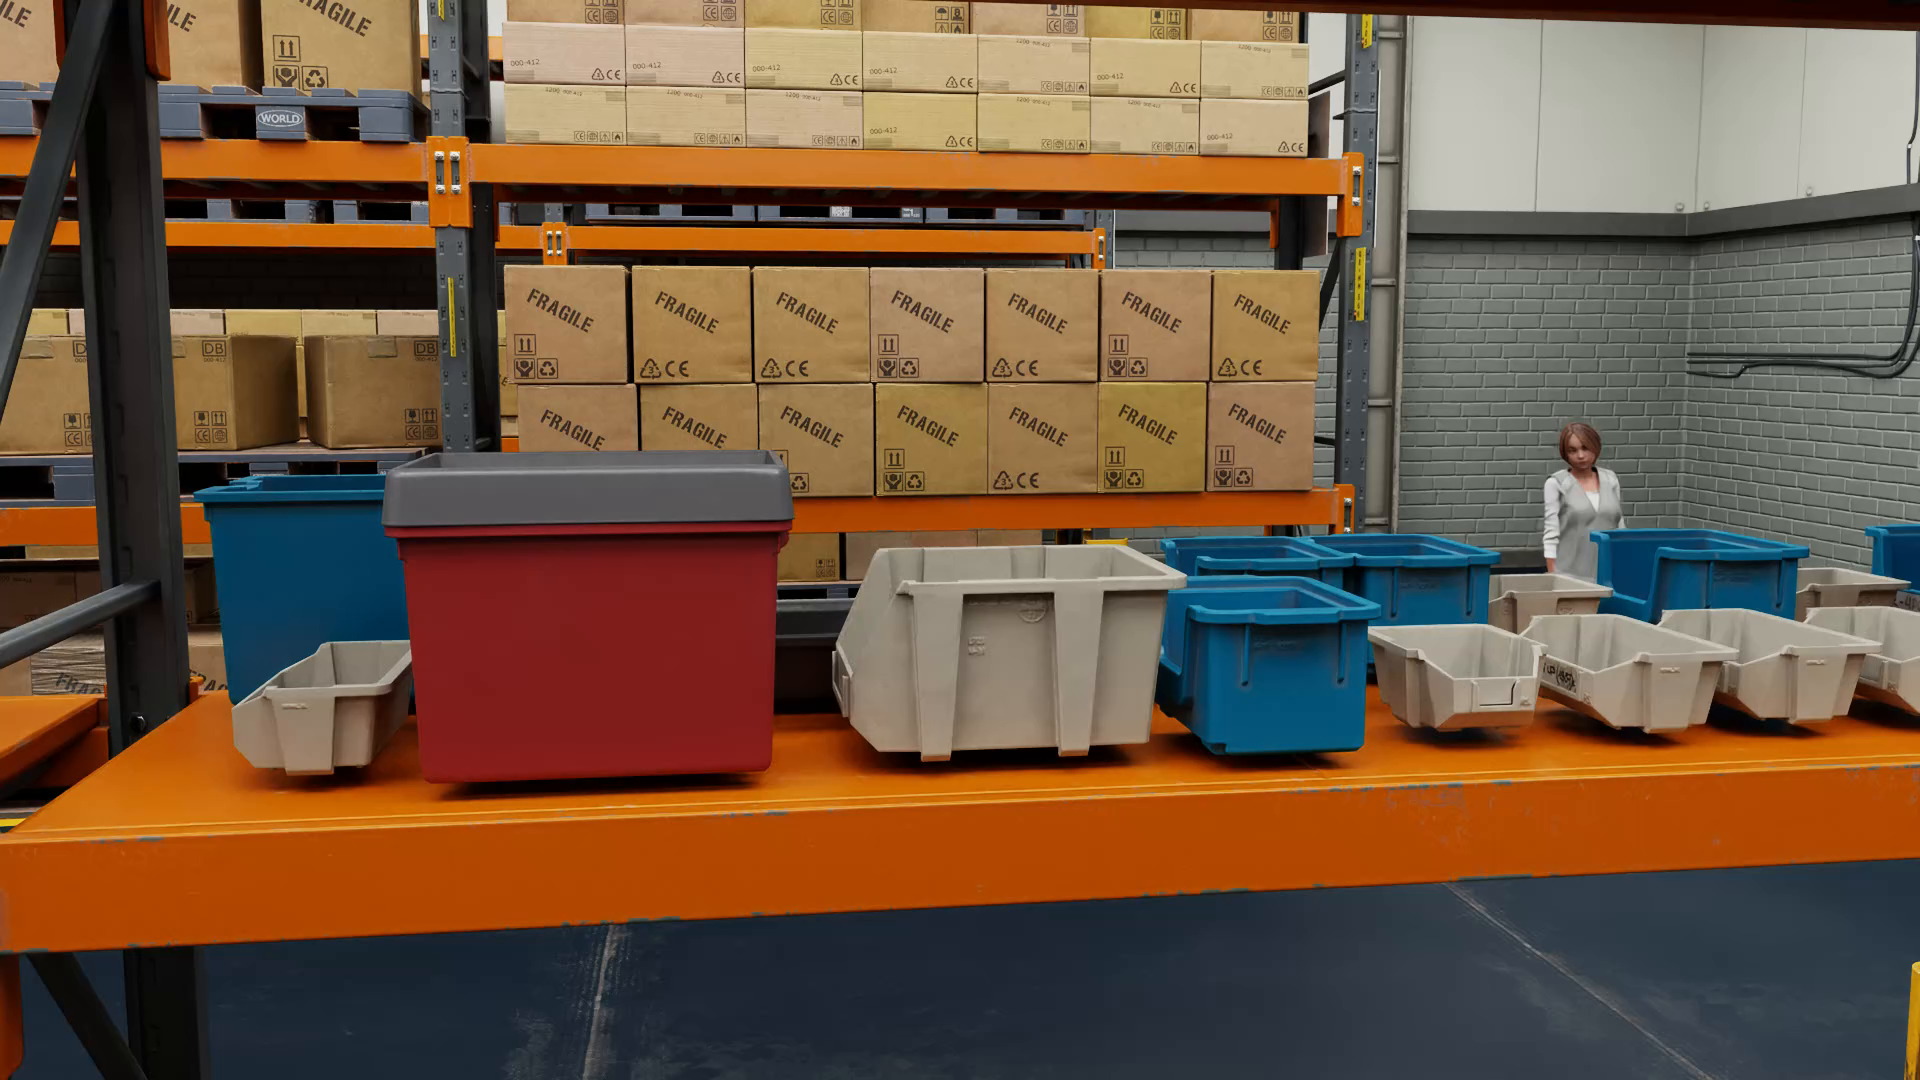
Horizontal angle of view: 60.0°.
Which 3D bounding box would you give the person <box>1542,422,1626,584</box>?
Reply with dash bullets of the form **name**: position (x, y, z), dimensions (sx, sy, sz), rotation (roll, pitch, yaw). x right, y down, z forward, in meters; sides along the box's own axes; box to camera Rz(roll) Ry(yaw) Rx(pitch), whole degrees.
- **person**: position (3.019, 0.214, 8.077), dimensions (0.424, 1.578, 0.515), rotation (0, 7, -4)
